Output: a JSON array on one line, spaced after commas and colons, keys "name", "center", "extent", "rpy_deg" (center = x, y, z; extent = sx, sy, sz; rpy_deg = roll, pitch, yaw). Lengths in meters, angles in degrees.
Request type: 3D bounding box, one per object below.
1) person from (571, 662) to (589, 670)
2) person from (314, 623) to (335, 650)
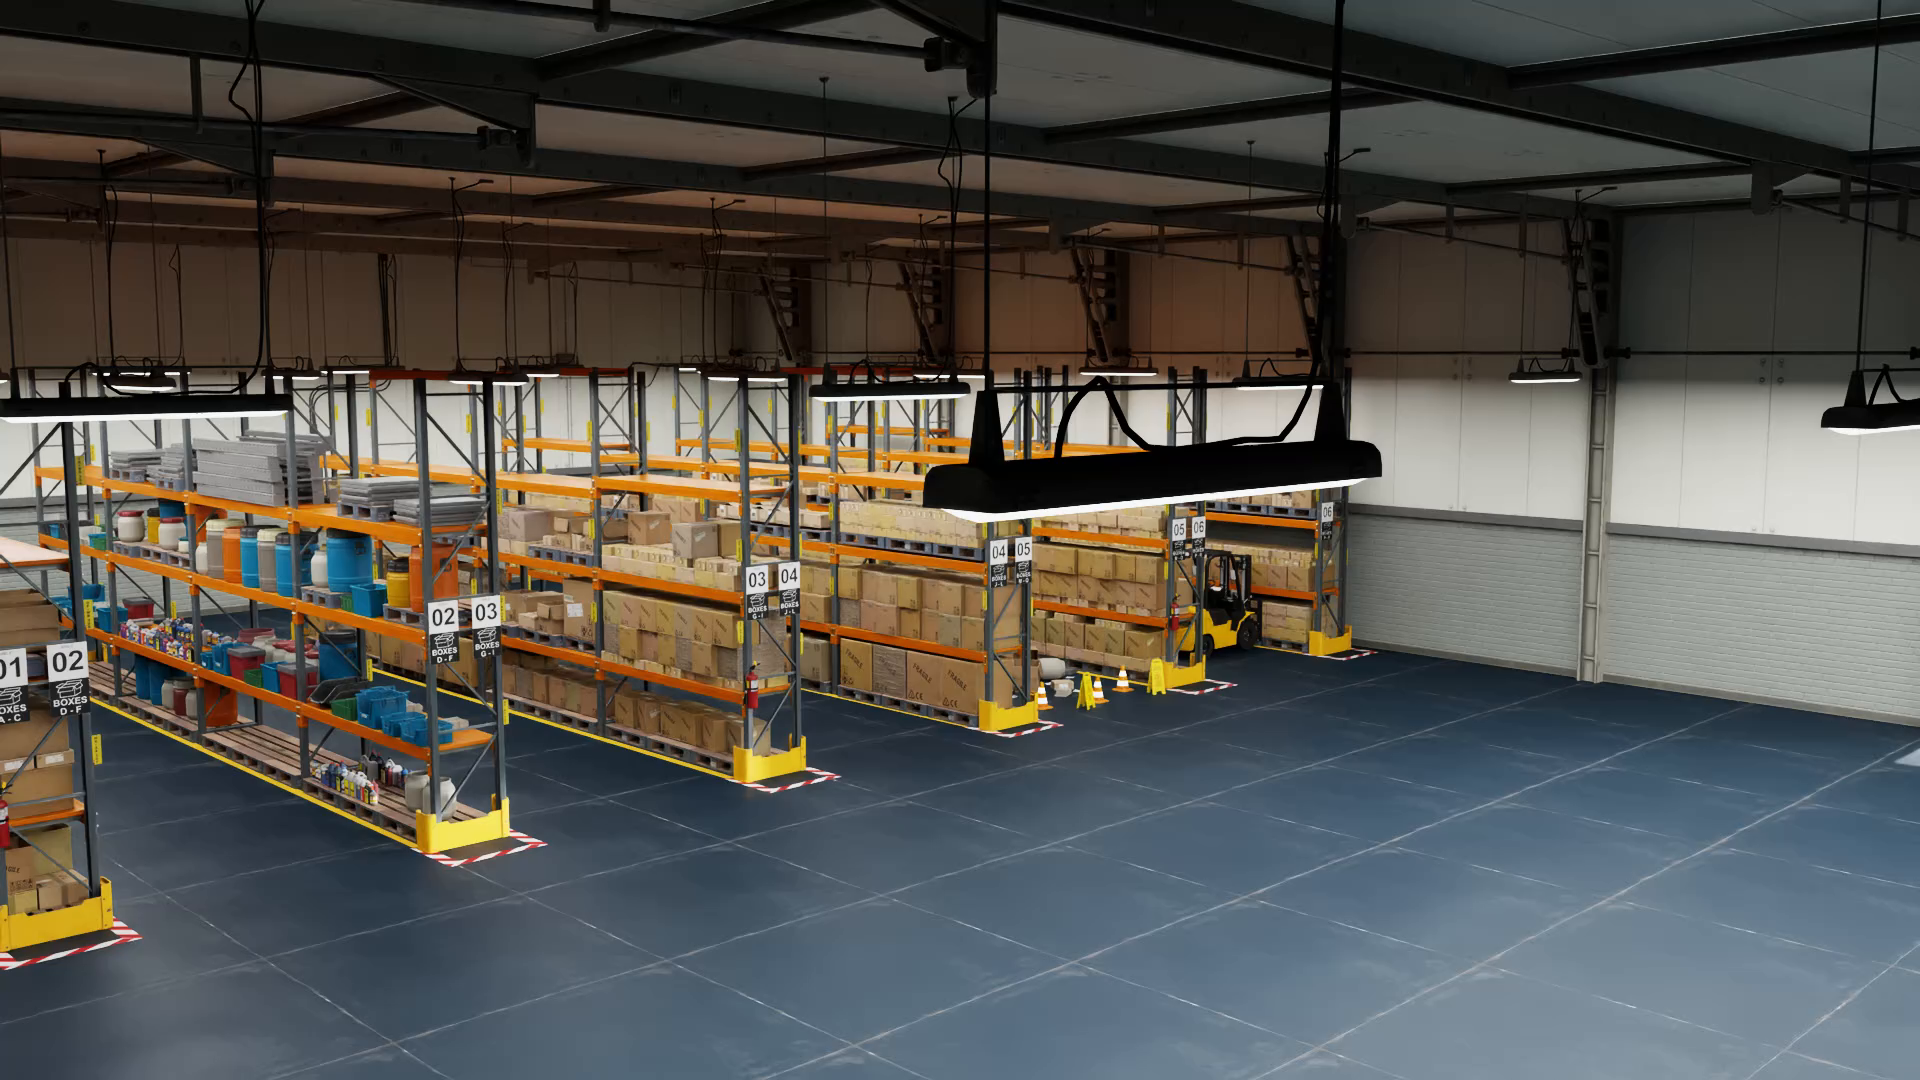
[{"name": "person", "center": [-7.651, 1.737, 32.877], "extent": [0.568, 1.761, 0.485], "rpy_deg": [-4, 7, -29]}, {"name": "person", "center": [-11.083, 2.247, 29.177], "extent": [0.538, 1.631, 0.571], "rpy_deg": [5, 8, 39]}]
